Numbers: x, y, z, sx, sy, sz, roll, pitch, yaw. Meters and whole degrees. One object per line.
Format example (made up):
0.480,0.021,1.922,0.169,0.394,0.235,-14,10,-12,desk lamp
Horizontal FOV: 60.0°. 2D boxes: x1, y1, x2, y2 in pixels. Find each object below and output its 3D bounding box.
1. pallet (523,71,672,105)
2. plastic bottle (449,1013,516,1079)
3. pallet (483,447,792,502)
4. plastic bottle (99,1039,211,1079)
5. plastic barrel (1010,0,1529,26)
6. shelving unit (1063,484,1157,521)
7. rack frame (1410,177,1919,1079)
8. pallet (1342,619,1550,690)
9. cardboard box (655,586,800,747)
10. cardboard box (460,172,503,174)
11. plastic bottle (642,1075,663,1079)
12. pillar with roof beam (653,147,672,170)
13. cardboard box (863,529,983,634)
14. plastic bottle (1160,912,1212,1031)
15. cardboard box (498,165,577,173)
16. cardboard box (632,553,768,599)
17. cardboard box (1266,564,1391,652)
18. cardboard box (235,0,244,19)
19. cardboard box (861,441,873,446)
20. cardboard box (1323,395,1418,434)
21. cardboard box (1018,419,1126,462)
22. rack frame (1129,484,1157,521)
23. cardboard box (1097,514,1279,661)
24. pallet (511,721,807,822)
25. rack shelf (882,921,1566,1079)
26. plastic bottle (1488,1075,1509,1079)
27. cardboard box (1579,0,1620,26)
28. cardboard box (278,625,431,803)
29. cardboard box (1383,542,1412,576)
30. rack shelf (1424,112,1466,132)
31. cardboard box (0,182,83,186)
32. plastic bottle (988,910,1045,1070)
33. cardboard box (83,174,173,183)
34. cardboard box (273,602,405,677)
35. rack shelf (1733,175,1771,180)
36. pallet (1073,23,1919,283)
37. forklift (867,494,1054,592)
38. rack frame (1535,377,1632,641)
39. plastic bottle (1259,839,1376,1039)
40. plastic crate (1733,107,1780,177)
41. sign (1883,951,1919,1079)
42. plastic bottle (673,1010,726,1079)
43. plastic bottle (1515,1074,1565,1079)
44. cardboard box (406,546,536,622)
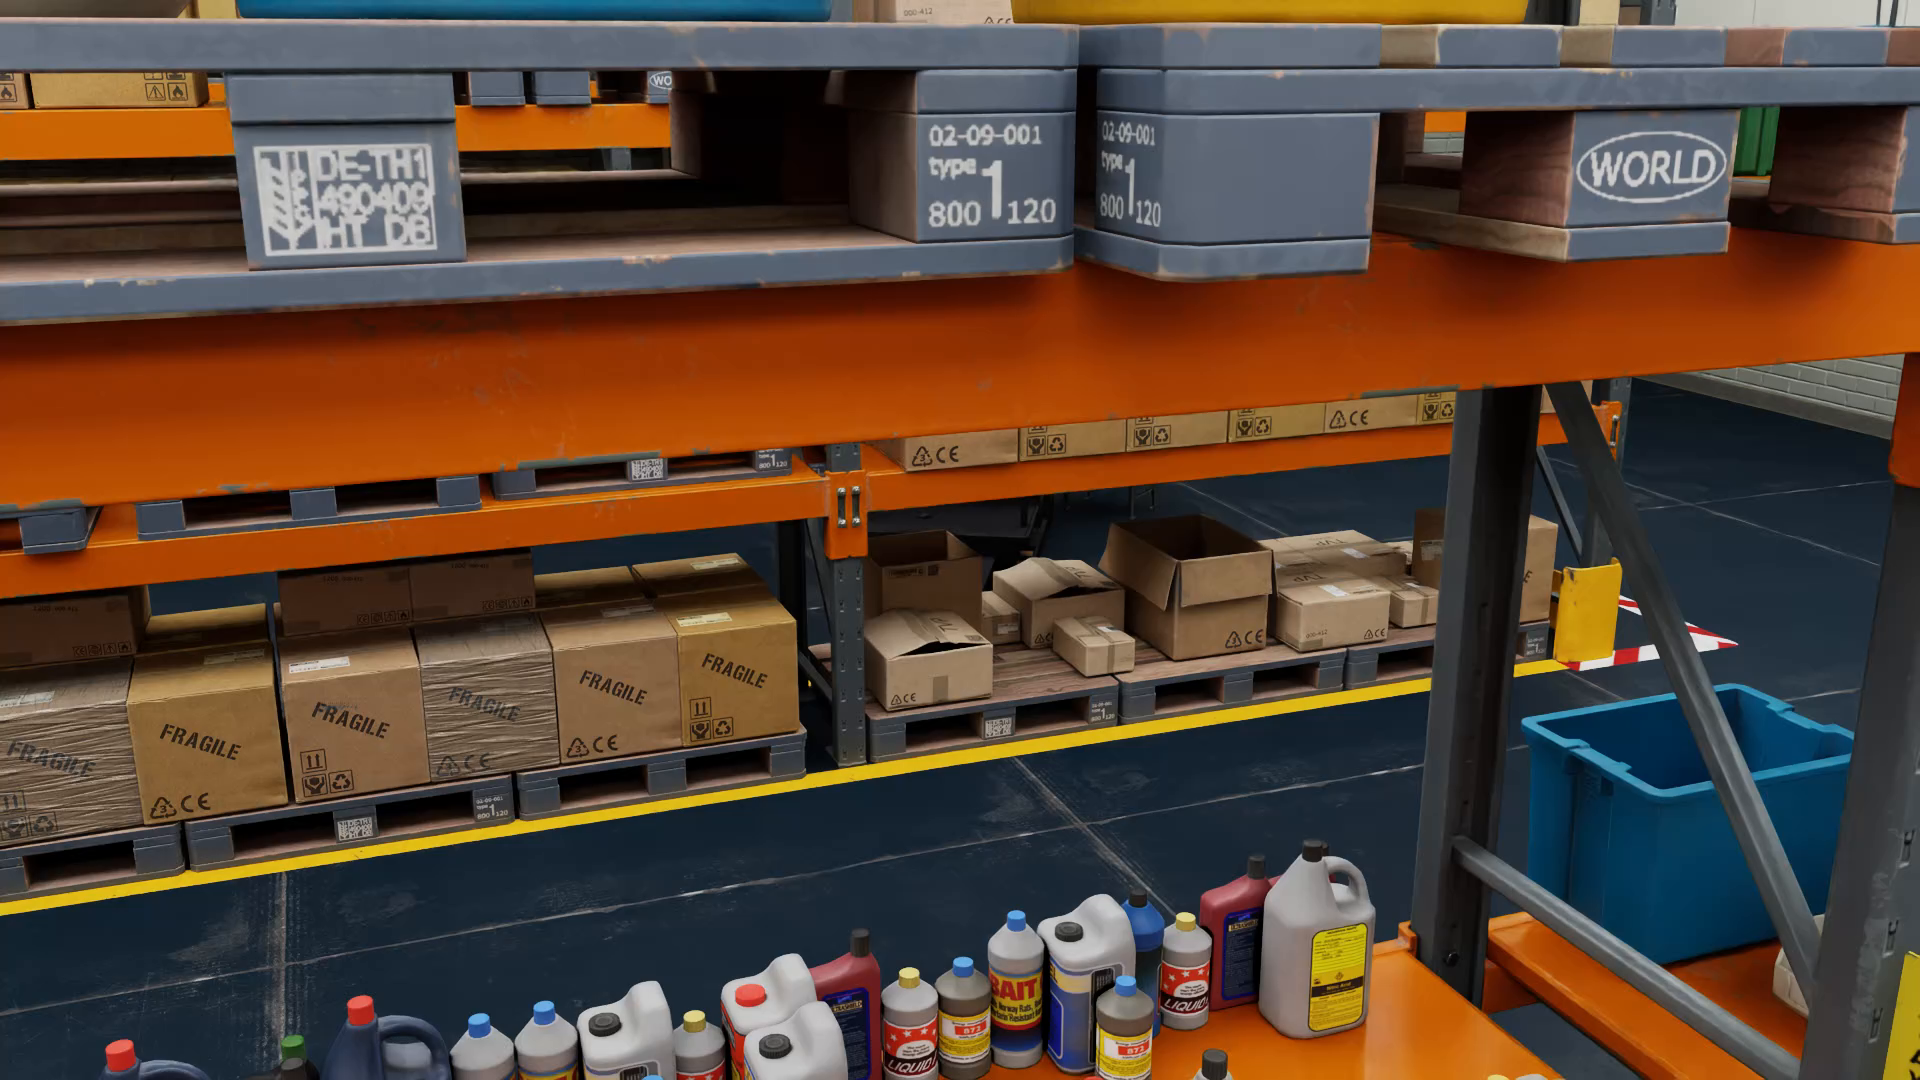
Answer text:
-1.278,-1.884,6.701,1.003,0.211,1.213,-6,17,-20,pallet
-0.734,0.860,2.574,0.097,0.271,0.097,0,16,0,plastic bottle
-1.429,-0.439,7.109,1.213,0.211,1.003,-6,17,-20,pallet
-1.154,0.875,2.384,0.185,0.351,0.144,-6,17,-20,plastic bottle
0.345,-0.865,1.816,0.600,0.588,0.600,0,16,0,plastic barrel
1.020,-1.219,11.023,0.503,2.100,0.431,9,19,29,shelving unit
1.125,0.721,2.819,0.127,3.000,1.000,-6,17,-20,rack frame
2.276,0.440,8.724,1.213,0.211,1.003,-6,17,-20,pallet
-1.002,0.531,7.123,0.500,0.500,0.500,-6,17,-20,cardboard box
-3.246,-2.282,10.975,0.500,0.250,0.500,-6,17,-19,cardboard box
-0.463,0.910,2.527,0.097,0.201,0.097,0,16,0,plastic bottle
-0.536,-3.930,8.009,0.400,9.000,9.100,-6,17,-20,pillar with roof beam
-0.214,0.274,7.999,0.500,0.500,0.500,-6,17,-20,cardboard box
0.404,0.771,3.002,0.097,0.201,0.097,0,16,0,plastic bottle
-2.943,-2.468,11.607,0.500,0.250,0.500,-6,17,-18,cardboard box
-1.183,0.390,7.601,0.500,0.500,0.500,-7,18,-23,cardboard box
1.774,0.330,8.251,0.500,0.250,0.500,-6,17,-20,cardboard box
-2.385,-2.153,6.181,0.600,0.600,0.600,-7,18,-22,cardboard box
-0.269,-0.749,7.646,0.500,0.500,0.500,-6,17,-19,cardboard box
1.819,-0.815,7.873,0.500,0.500,0.500,-6,17,-20,cardboard box
0.406,-0.663,7.354,0.500,0.500,0.500,-6,17,-19,cardboard box
1.230,-1.184,10.904,0.015,2.100,0.400,9,19,29,rack frame
1.108,0.213,8.198,0.637,0.503,0.797,-6,17,-20,cardboard box
-1.390,0.847,7.338,1.213,0.211,1.003,-6,17,-20,pallet
-0.743,1.268,2.234,4.000,0.370,1.077,-6,17,-20,rack shelf
0.810,0.910,2.528,0.097,0.201,0.097,0,16,0,plastic bottle
2.703,-2.474,7.755,0.500,0.250,0.500,-6,17,-20,cardboard box
-2.409,0.681,6.612,0.500,0.500,0.500,-7,18,-22,cardboard box
2.344,0.139,9.047,0.250,0.166,0.380,-6,17,-20,cardboard box
1.223,-1.878,7.624,4.000,0.370,1.077,-6,17,-20,rack shelf
-5.612,-2.023,10.093,0.500,0.250,0.500,-6,17,-19,cardboard box
0.097,0.771,2.879,0.097,0.271,0.097,0,16,0,plastic bottle
-5.340,-2.208,10.720,0.500,0.250,0.500,-7,18,-22,cardboard box
-2.619,0.546,7.070,0.500,0.500,0.500,-7,18,-22,cardboard box
2.992,-0.575,3.185,4.000,0.370,1.077,-6,17,-20,rack shelf
0.428,-0.523,2.067,1.003,0.211,1.213,-6,17,-20,pallet
-0.085,-1.232,9.592,1.130,2.935,3.031,2,17,8,forklift
3.091,-0.986,8.632,0.127,3.000,1.000,-6,17,-20,rack frame
0.642,0.699,2.982,0.185,0.351,0.144,-6,17,-20,plastic bottle
1.412,-0.739,2.843,0.662,0.188,0.450,-6,17,-20,plastic crate
1.320,0.733,2.287,0.005,0.325,0.100,-6,17,-20,sign
-0.426,0.861,2.697,0.097,0.201,0.097,0,16,0,plastic bottle
0.872,0.905,2.412,0.135,0.276,0.152,-6,17,-20,plastic bottle
-2.117,0.131,7.152,0.500,0.250,0.500,-6,17,-20,cardboard box
